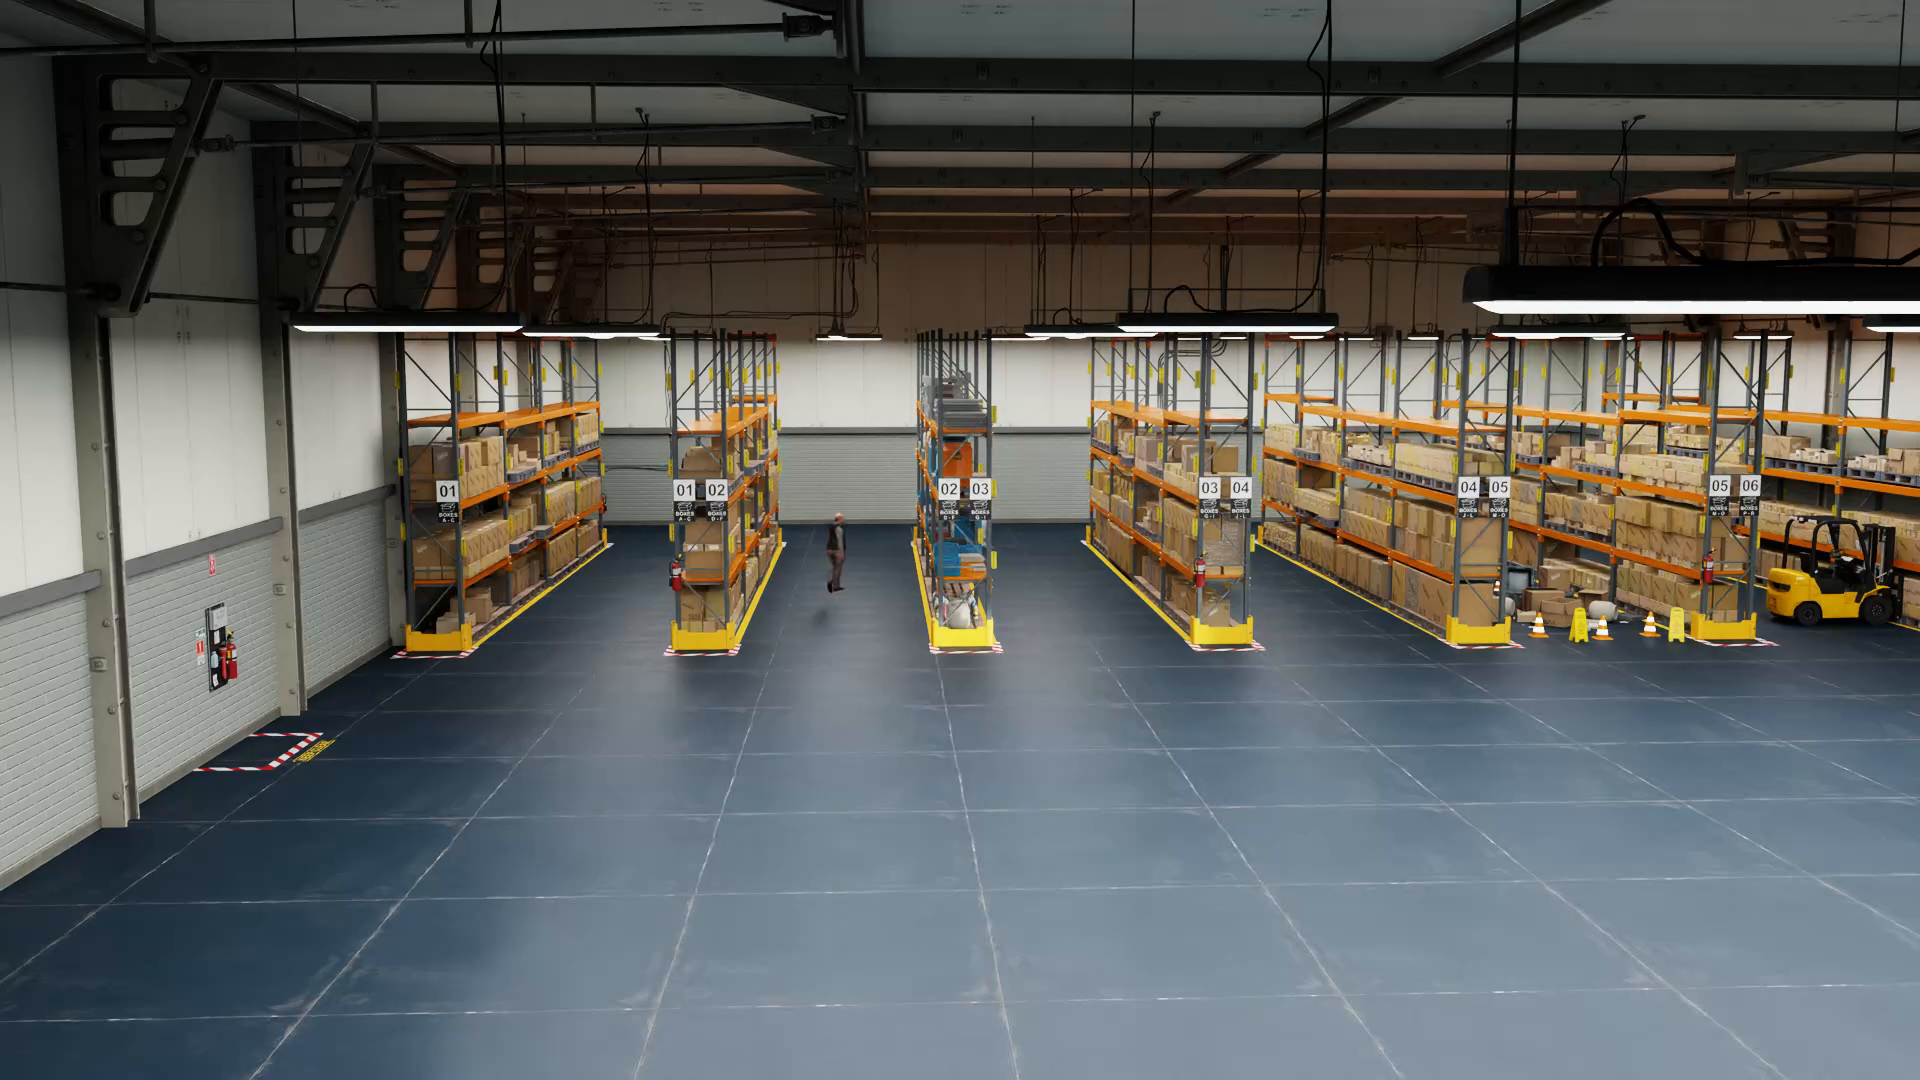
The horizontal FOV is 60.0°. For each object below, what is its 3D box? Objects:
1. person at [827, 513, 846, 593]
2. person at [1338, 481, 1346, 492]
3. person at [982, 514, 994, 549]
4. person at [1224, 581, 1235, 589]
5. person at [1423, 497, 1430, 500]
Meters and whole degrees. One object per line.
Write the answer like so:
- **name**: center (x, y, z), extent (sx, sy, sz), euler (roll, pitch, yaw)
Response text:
- **person**: center (-2.719, 0.291, 36.539), extent (0.544, 1.786, 0.398), euler (6, 9, 41)
- **person**: center (11.635, -1.084, 50.879), extent (0.918, 1.635, 0.565), euler (-2, 7, -15)
- **person**: center (0.731, -0.662, 46.712), extent (0.581, 1.794, 0.591), euler (-6, 9, -41)
- **person**: center (6.306, 0.292, 38.781), extent (0.637, 1.782, 0.637), euler (2, 7, 16)
- **person**: center (14.722, -1.257, 51.870), extent (0.542, 1.813, 0.542), euler (-3, 8, -26)
